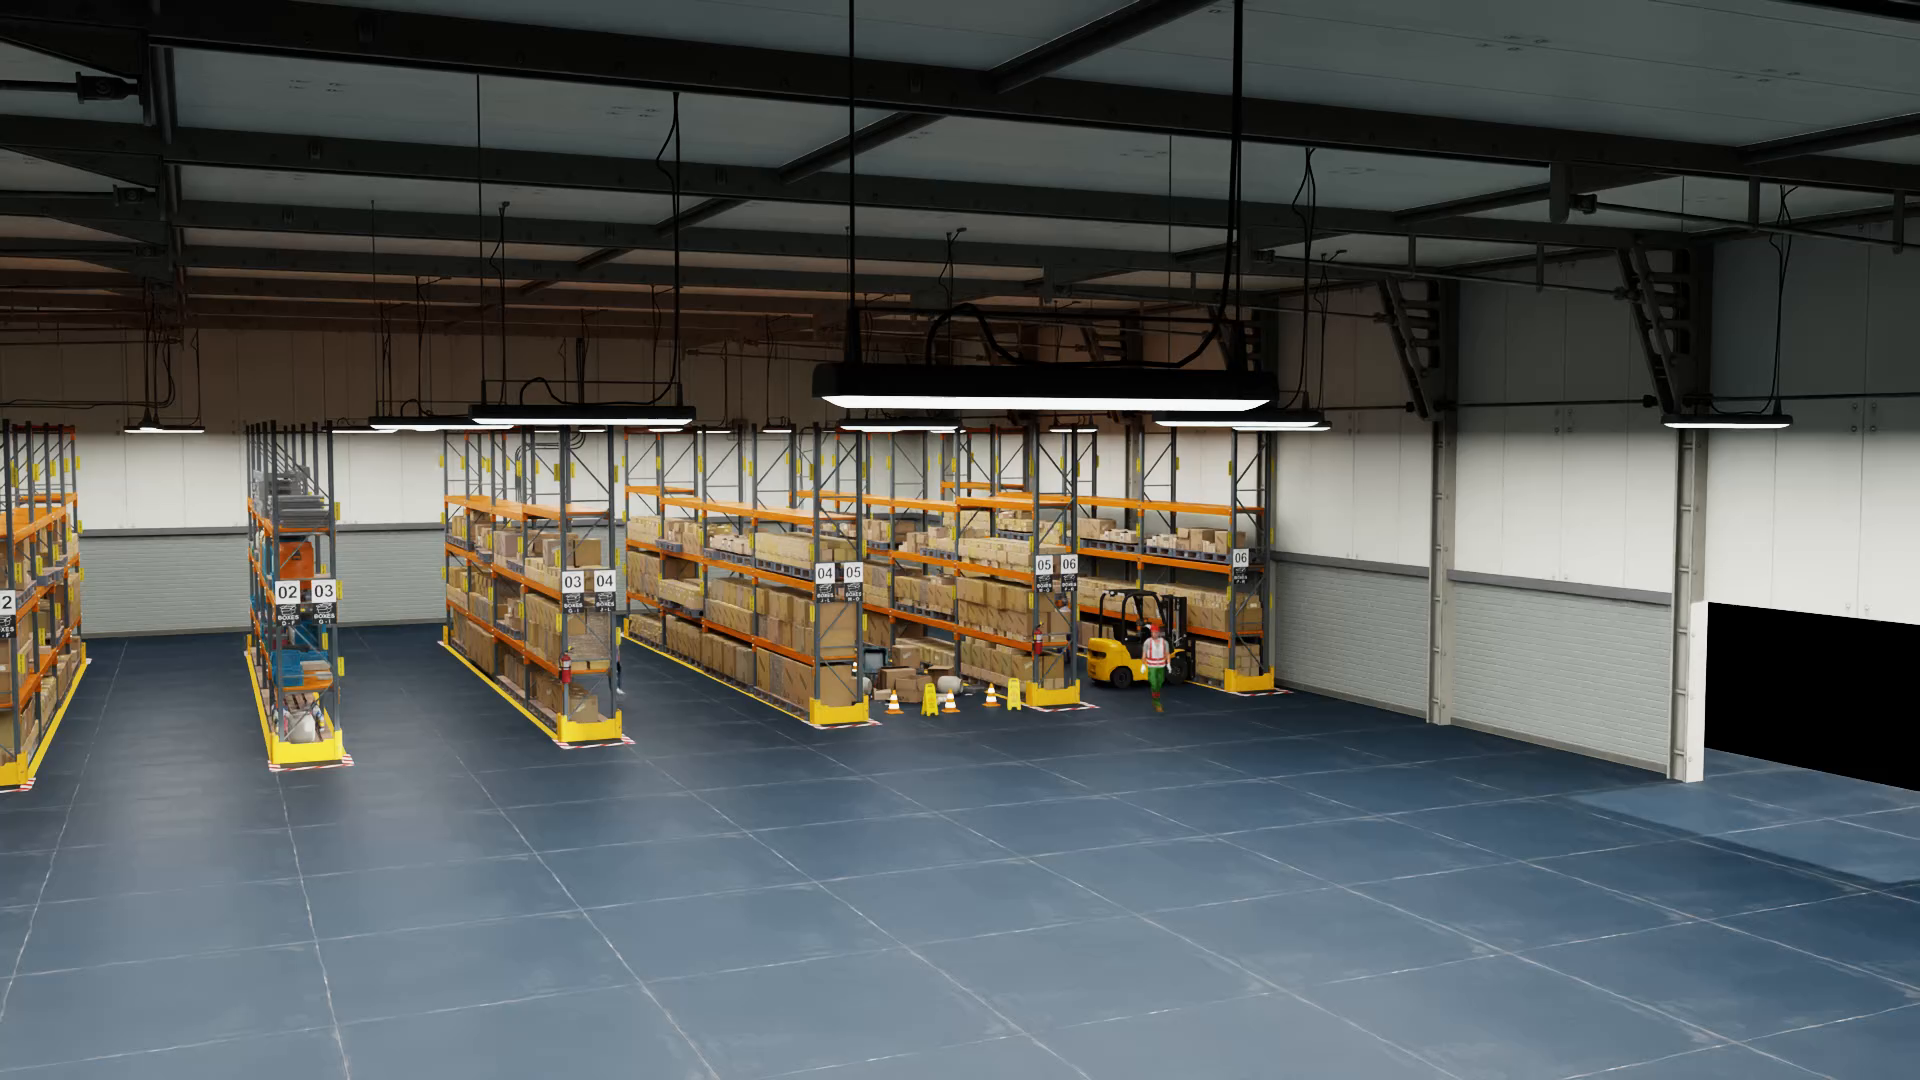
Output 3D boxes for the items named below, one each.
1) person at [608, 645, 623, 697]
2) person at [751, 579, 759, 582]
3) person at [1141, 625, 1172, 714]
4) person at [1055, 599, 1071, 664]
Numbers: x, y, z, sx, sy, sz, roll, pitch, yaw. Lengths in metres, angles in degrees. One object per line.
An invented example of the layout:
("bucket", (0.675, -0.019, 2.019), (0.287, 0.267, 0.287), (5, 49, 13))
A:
("person", (-7.600, 2.657, 36.312), (0.453, 1.570, 0.442), (-1, 4, -16))
("person", (-5.771, 1.942, 47.051), (0.429, 1.682, 0.524), (1, 4, 18))
("person", (4.106, 2.668, 34.661), (0.585, 1.788, 0.818), (-1, 4, -9))
("person", (2.649, 2.317, 41.722), (0.490, 1.695, 0.510), (3, 5, 40))
